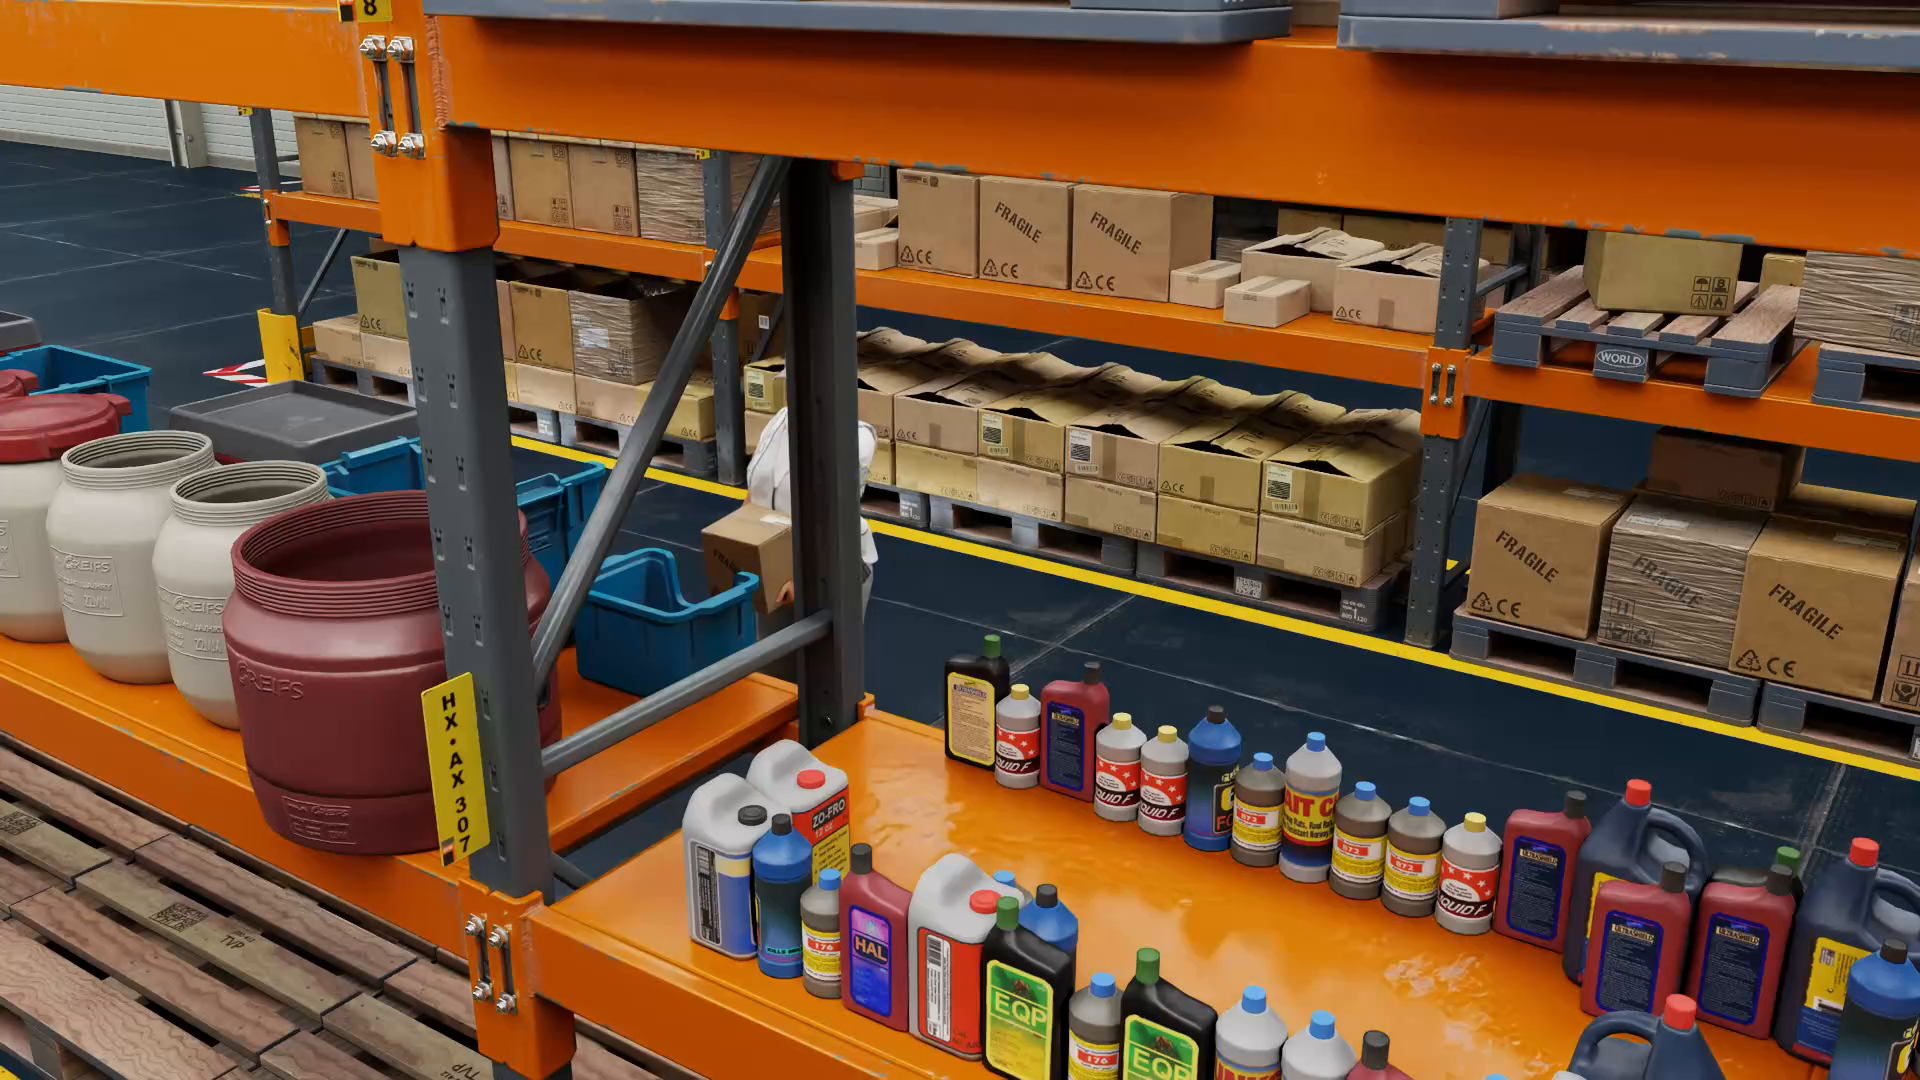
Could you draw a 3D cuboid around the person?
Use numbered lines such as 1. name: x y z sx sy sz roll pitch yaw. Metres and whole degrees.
1. person: -0.545 0.153 5.662 0.453 1.662 0.537 13 24 32
